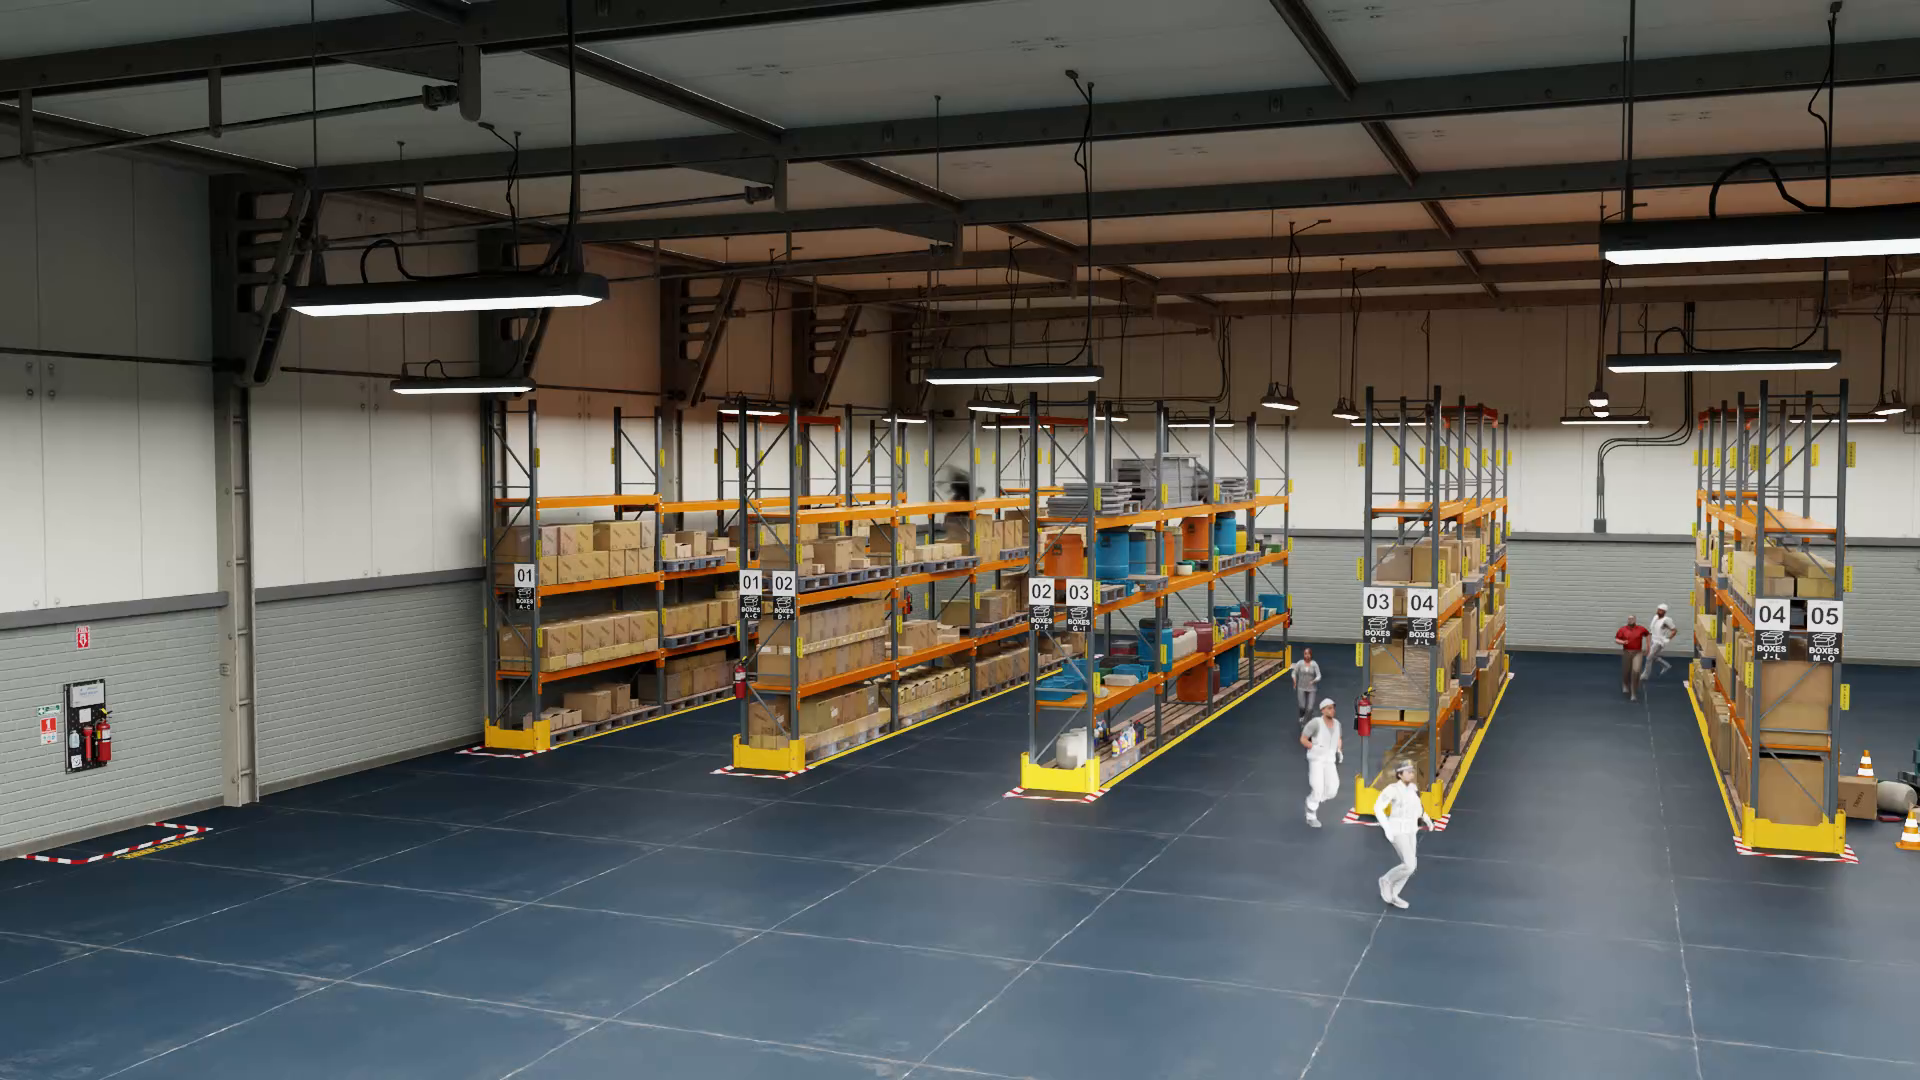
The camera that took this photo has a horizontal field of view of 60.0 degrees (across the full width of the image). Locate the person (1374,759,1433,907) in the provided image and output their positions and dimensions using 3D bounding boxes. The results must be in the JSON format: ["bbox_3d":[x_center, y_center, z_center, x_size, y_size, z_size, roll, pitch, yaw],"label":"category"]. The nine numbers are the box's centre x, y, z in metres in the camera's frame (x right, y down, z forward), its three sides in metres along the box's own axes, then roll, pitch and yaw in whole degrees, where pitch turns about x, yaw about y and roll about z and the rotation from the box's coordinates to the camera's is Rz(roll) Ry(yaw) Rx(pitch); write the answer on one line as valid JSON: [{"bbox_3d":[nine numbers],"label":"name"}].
[{"bbox_3d":[4.963,3.258,18.498,0.628,1.663,0.534,-2,4,-37],"label":"person"}]

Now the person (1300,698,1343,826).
[{"bbox_3d":[4.970,3.021,22.672,0.682,1.726,0.632,-1,3,-18],"label":"person"}]

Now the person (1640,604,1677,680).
[{"bbox_3d":[15.670,2.295,37.277,0.904,1.731,0.744,0,3,-9],"label":"person"}]

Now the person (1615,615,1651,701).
[{"bbox_3d":[14.044,2.437,34.725,0.672,1.781,0.943,1,3,26],"label":"person"}]

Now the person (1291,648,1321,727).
[{"bbox_3d":[6.284,2.737,30.171,0.530,1.558,0.537,1,3,10],"label":"person"}]
